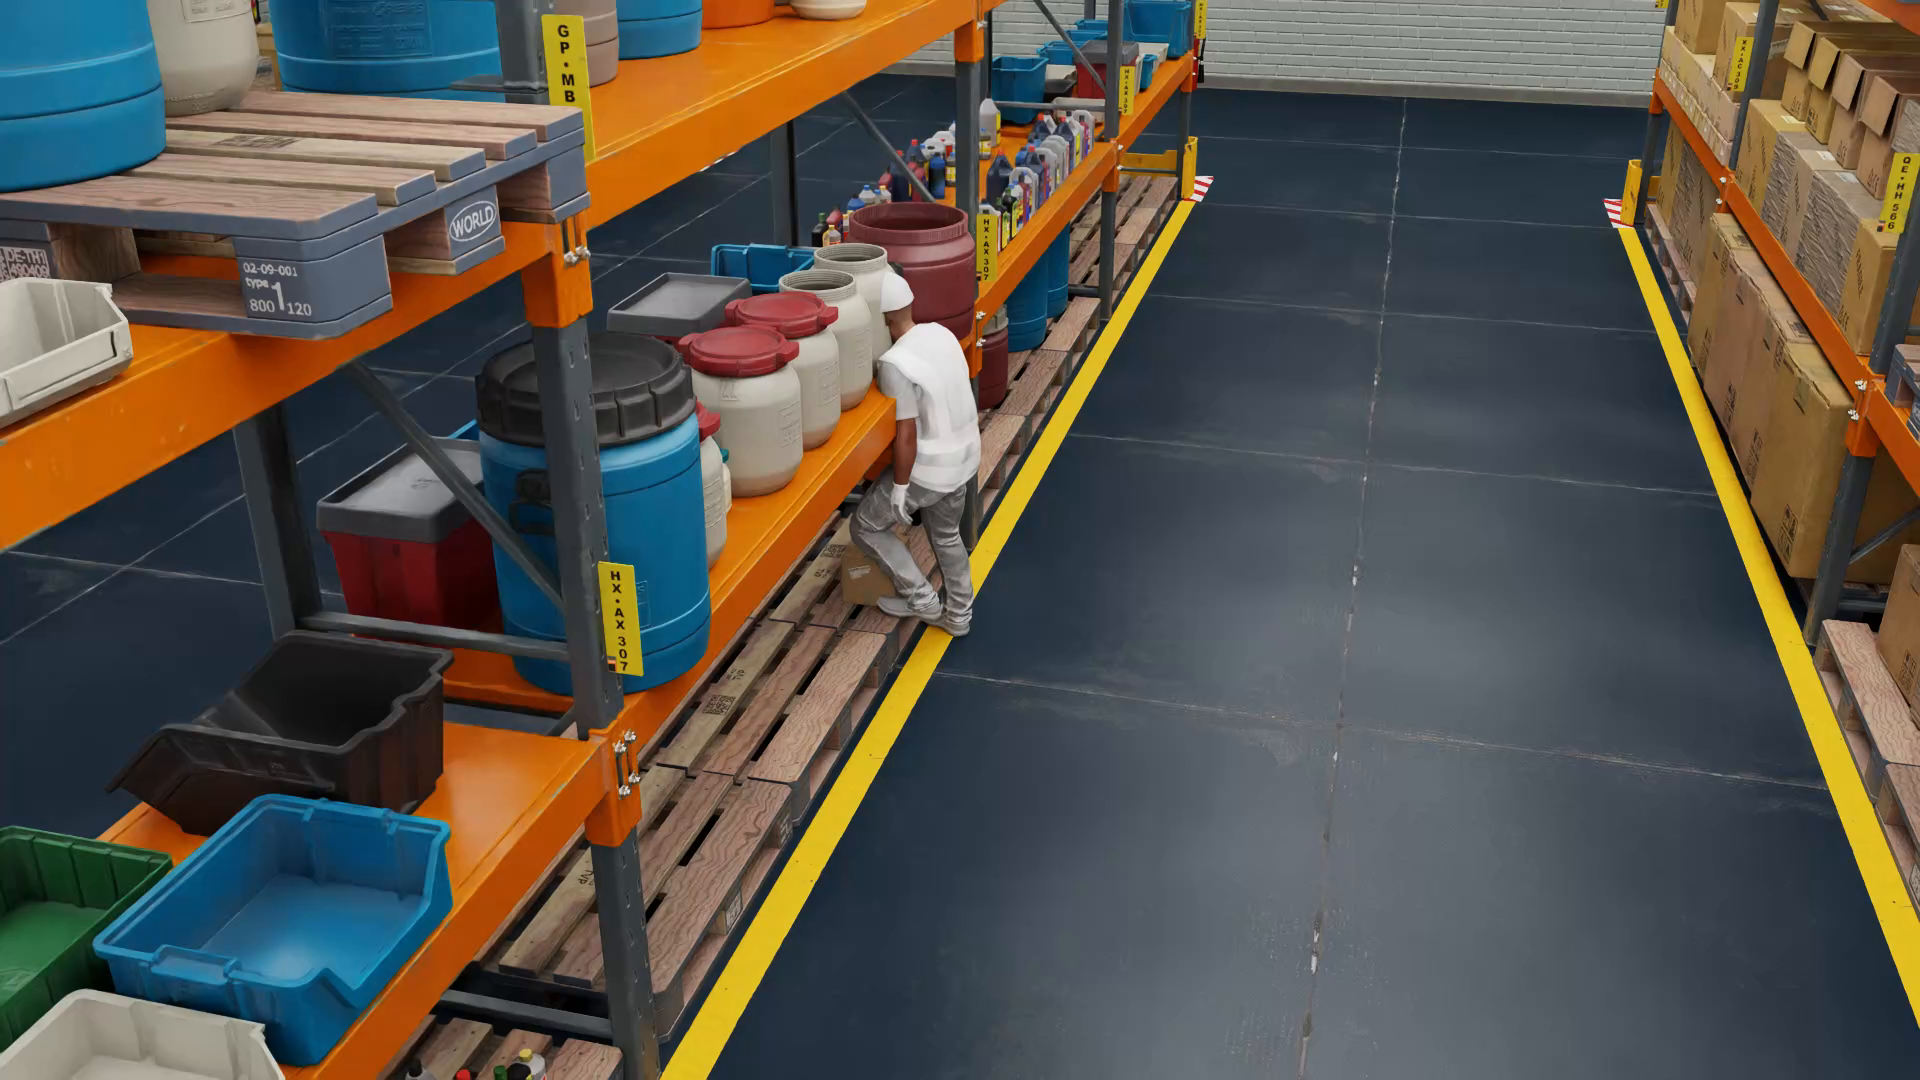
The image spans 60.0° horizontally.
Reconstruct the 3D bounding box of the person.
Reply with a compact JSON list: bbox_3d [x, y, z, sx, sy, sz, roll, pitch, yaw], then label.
[{"bbox_3d":[-0.195,-0.317,7.300,0.541,1.750,0.628,13,28,25],"label":"person"}]
